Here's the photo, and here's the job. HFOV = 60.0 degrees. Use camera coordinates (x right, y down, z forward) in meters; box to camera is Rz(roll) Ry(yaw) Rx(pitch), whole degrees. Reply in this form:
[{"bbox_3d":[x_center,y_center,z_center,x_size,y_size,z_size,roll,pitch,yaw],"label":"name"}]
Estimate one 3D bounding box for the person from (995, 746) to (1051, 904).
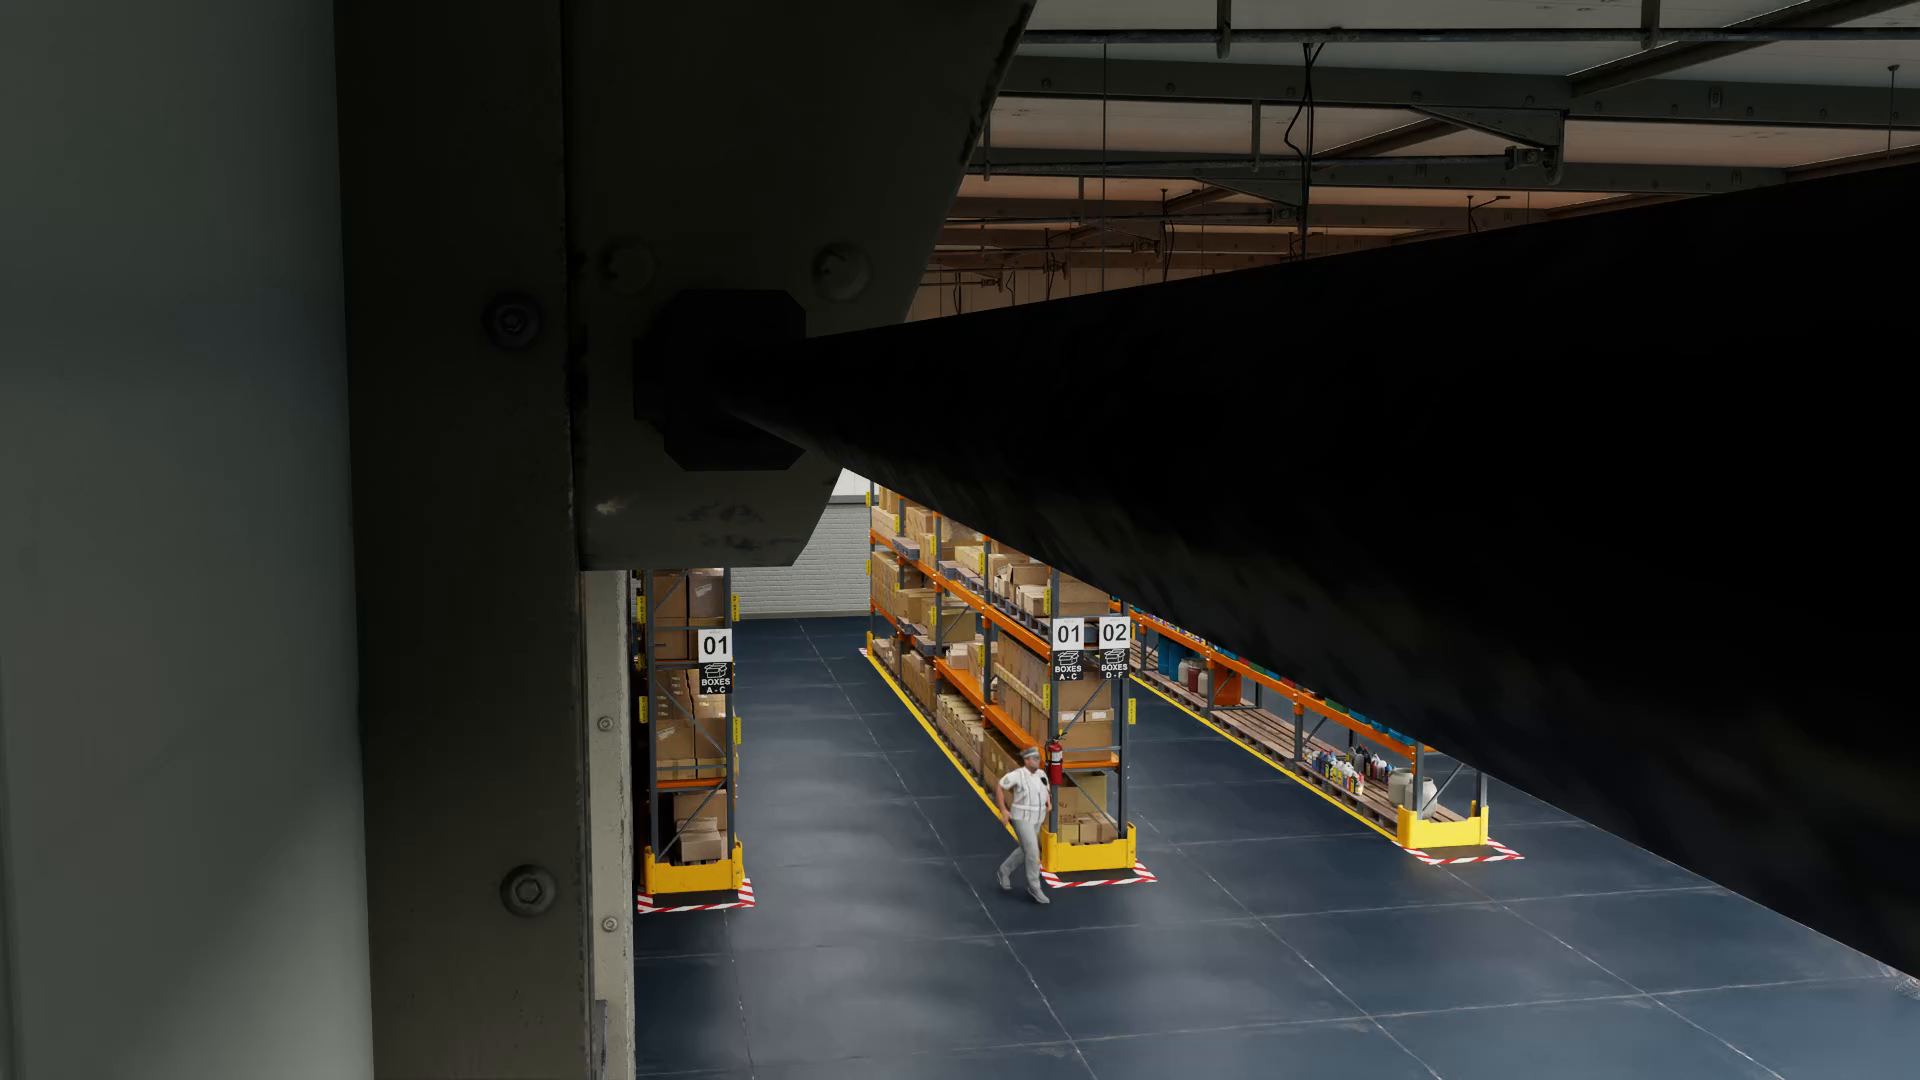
[{"bbox_3d":[0.862,3.367,19.956,0.678,1.778,0.884,-6,8,-44],"label":"person"}]
